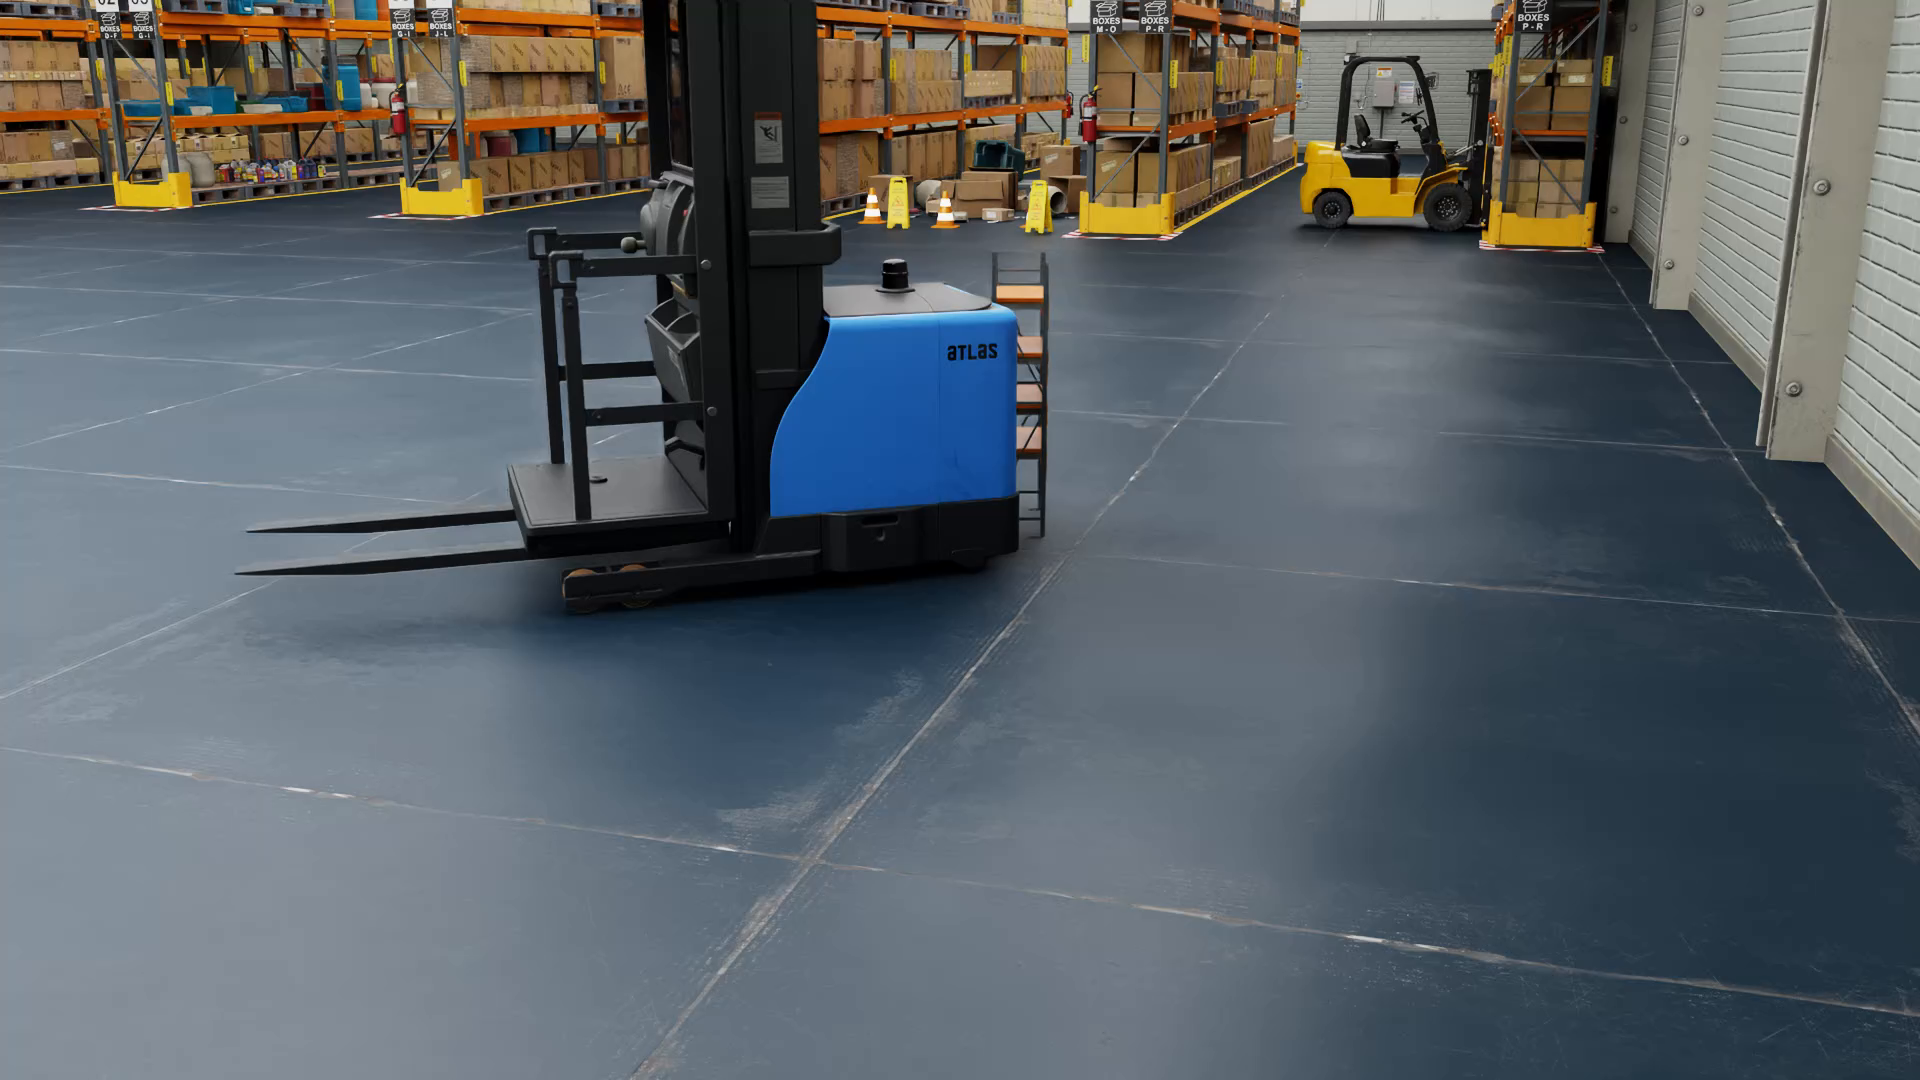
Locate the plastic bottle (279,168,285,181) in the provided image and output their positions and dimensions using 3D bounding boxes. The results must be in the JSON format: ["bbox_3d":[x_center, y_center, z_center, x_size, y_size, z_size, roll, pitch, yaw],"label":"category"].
[{"bbox_3d":[-11.136,-5.988,27.267,0.097,0.201,0.097,0,16,0],"label":"plastic bottle"}]

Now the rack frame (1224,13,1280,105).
[{"bbox_3d":[5.498,-8.464,31.674,1.000,3.000,0.127,5,16,16],"label":"rack frame"}]

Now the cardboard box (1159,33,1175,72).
[{"bbox_3d":[2.495,-6.540,22.331,0.700,0.500,0.500,5,16,16],"label":"cardboard box"}]

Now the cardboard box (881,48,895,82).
[{"bbox_3d":[-1.415,-7.388,25.864,0.700,0.500,0.500,4,16,15],"label":"cardboard box"}]

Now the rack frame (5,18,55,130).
[{"bbox_3d":[-19.388,-9.338,34.756,1.000,3.000,0.127,5,16,16],"label":"rack frame"}]

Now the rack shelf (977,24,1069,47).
[{"bbox_3d":[1.291,-10.442,34.467,1.077,0.370,4.000,5,16,16],"label":"rack shelf"}]

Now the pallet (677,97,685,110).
[{"bbox_3d":[-5.241,-7.899,30.033,1.213,0.211,1.003,5,16,16],"label":"pallet"}]

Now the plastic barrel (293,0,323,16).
[{"bbox_3d":[-11.090,-9.358,28.409,0.600,0.901,0.708,5,16,16],"label":"plastic barrel"}]

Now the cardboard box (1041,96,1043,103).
[{"bbox_3d":[1.528,-9.239,34.866,0.380,0.149,0.250,5,17,17],"label":"cardboard box"}]

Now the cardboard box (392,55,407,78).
[{"bbox_3d":[-12.951,-10.767,37.778,0.500,0.500,0.500,4,16,14],"label":"cardboard box"}]

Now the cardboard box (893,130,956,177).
[{"bbox_3d":[-0.673,-6.742,28.957,1.050,0.750,0.750,4,16,15],"label":"cardboard box"}]

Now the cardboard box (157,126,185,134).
[{"bbox_3d":[-18.311,-9.373,38.047,0.750,0.750,0.750,5,17,17],"label":"cardboard box"}]

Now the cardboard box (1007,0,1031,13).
[{"bbox_3d":[1.090,-10.540,32.855,0.500,0.250,0.500,5,17,18],"label":"cardboard box"}]

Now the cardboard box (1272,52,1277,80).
[{"bbox_3d":[5.611,-8.857,31.043,0.500,0.500,0.500,5,17,18],"label":"cardboard box"}]

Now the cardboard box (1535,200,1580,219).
[{"bbox_3d":[7.174,-3.933,19.969,0.500,0.250,0.500,5,16,16],"label":"cardboard box"}]

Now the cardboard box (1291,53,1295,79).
[{"bbox_3d":[6.605,-9.756,34.213,0.500,0.500,0.500,5,16,16],"label":"cardboard box"}]

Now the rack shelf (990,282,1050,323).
[{"bbox_3d":[0.261,-1.035,7.339,0.258,0.148,0.480,0,16,1],"label":"rack shelf"}]

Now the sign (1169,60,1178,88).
[{"bbox_3d":[2.608,-5.699,20.339,0.100,0.325,0.005,5,16,16],"label":"sign"}]

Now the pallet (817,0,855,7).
[{"bbox_3d":[-2.142,-7.598,23.284,1.003,0.211,1.213,5,16,16],"label":"pallet"}]

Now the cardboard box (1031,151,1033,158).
[{"bbox_3d":[1.298,-8.004,34.508,0.380,0.149,0.250,4,16,13],"label":"cardboard box"}]

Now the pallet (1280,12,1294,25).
[{"bbox_3d":[6.089,-10.396,33.150,1.003,0.211,1.213,5,16,16],"label":"pallet"}]

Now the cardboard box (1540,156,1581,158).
[{"bbox_3d":[7.304,-4.543,20.286,0.500,0.250,0.500,5,16,16],"label":"cardboard box"}]

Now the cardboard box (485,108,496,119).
[{"bbox_3d":[-6.930,-6.157,23.998,0.380,0.149,0.250,5,16,16],"label":"cardboard box"}]

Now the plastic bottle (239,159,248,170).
[{"bbox_3d":[-11.828,-6.121,27.462,0.144,0.351,0.185,4,16,15],"label":"plastic bottle"}]

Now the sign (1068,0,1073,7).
[{"bbox_3d":[2.386,-11.689,35.923,0.100,0.325,0.005,5,16,16],"label":"sign"}]

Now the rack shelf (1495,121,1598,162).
[{"bbox_3d":[7.416,-5.118,21.194,1.077,0.370,4.000,5,16,16],"label":"rack shelf"}]

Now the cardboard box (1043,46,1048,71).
[{"bbox_3d":[1.538,-9.993,34.504,0.500,0.500,0.500,4,16,14],"label":"cardboard box"}]

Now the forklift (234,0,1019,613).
[{"bbox_3d":[-1.329,-1.292,6.515,3.031,2.935,1.130,-5,17,-18],"label":"forklift"}]

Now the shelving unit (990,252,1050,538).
[{"bbox_3d":[0.261,-0.657,7.447,0.258,1.200,0.503,0,16,1],"label":"shelving unit"}]

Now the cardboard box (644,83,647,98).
[{"bbox_3d":[-5.356,-7.866,29.043,0.396,0.266,0.258,4,16,14],"label":"cardboard box"}]

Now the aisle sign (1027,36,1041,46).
[{"bbox_3d":[1.593,-11.161,36.418,0.394,0.787,0.004,5,16,16],"label":"aisle sign"}]

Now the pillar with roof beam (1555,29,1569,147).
[{"bbox_3d":[8.897,-12.982,36.608,9.100,9.000,0.400,5,16,16],"label":"pillar with roof beam"}]

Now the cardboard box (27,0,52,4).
[{"bbox_3d":[-16.170,-9.558,28.824,0.500,0.500,0.500,6,17,20],"label":"cardboard box"}]

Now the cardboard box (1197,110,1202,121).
[{"bbox_3d":[3.139,-5.876,23.011,0.380,0.149,0.250,4,16,15],"label":"cardboard box"}]

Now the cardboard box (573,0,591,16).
[{"bbox_3d":[-6.157,-8.371,26.123,0.500,0.250,0.500,5,17,18],"label":"cardboard box"}]

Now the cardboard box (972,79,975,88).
[{"bbox_3d":[0.064,-8.251,30.069,0.380,0.149,0.250,4,16,14],"label":"cardboard box"}]

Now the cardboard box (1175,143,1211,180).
[{"bbox_3d":[3.313,-5.436,23.891,0.500,0.500,0.500,4,16,15],"label":"cardboard box"}]

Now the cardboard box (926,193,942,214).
[{"bbox_3d":[-0.273,-4.821,23.839,0.396,0.266,0.258,8,18,25],"label":"cardboard box"}]

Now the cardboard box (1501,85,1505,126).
[{"bbox_3d":[7.169,-5.539,21.179,0.500,0.500,0.500,5,17,16],"label":"cardboard box"}]

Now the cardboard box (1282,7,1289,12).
[{"bbox_3d":[6.550,-10.842,34.069,0.380,0.149,0.250,3,16,12],"label":"cardboard box"}]

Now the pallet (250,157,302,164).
[{"bbox_3d":[-14.389,-7.806,34.464,1.003,0.211,1.213,5,16,16],"label":"pallet"}]

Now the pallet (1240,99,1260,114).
[{"bbox_3d":[4.260,-7.131,27.324,1.213,0.211,1.003,5,16,16],"label":"pallet"}]

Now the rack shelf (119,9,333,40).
[{"bbox_3d":[-11.594,-8.097,26.202,1.077,0.370,4.000,5,16,16],"label":"rack shelf"}]

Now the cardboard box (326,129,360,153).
[{"bbox_3d":[-13.515,-8.731,36.389,0.500,0.500,0.500,5,16,16],"label":"cardboard box"}]

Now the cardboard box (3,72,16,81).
[{"bbox_3d":[-16.081,-7.779,27.888,0.380,0.149,0.250,5,17,18],"label":"cardboard box"}]

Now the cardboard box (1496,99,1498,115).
[{"bbox_3d":[8.613,-6.733,25.846,0.500,0.250,0.500,4,16,15],"label":"cardboard box"}]

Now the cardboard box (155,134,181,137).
[{"bbox_3d":[-15.356,-7.719,32.287,0.500,0.311,0.500,4,16,14],"label":"cardboard box"}]

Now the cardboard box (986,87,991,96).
[{"bbox_3d":[0.357,-8.373,31.042,0.380,0.149,0.250,4,16,14],"label":"cardboard box"}]

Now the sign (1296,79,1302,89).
[{"bbox_3d":[8.185,-11.137,40.603,0.327,0.218,0.001,5,16,16],"label":"sign"}]

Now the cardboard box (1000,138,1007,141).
[{"bbox_3d":[0.608,-7.474,31.993,0.500,0.500,0.500,4,16,15],"label":"cardboard box"}]

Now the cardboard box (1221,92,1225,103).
[{"bbox_3d":[3.763,-6.637,24.923,0.380,0.149,0.250,5,17,17],"label":"cardboard box"}]

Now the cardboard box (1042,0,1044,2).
[{"bbox_3d":[1.519,-11.092,34.069,0.380,0.149,0.250,4,16,14],"label":"cardboard box"}]

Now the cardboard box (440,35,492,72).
[{"bbox_3d":[-6.997,-6.888,23.557,0.500,0.500,0.500,5,16,16],"label":"cardboard box"}]
